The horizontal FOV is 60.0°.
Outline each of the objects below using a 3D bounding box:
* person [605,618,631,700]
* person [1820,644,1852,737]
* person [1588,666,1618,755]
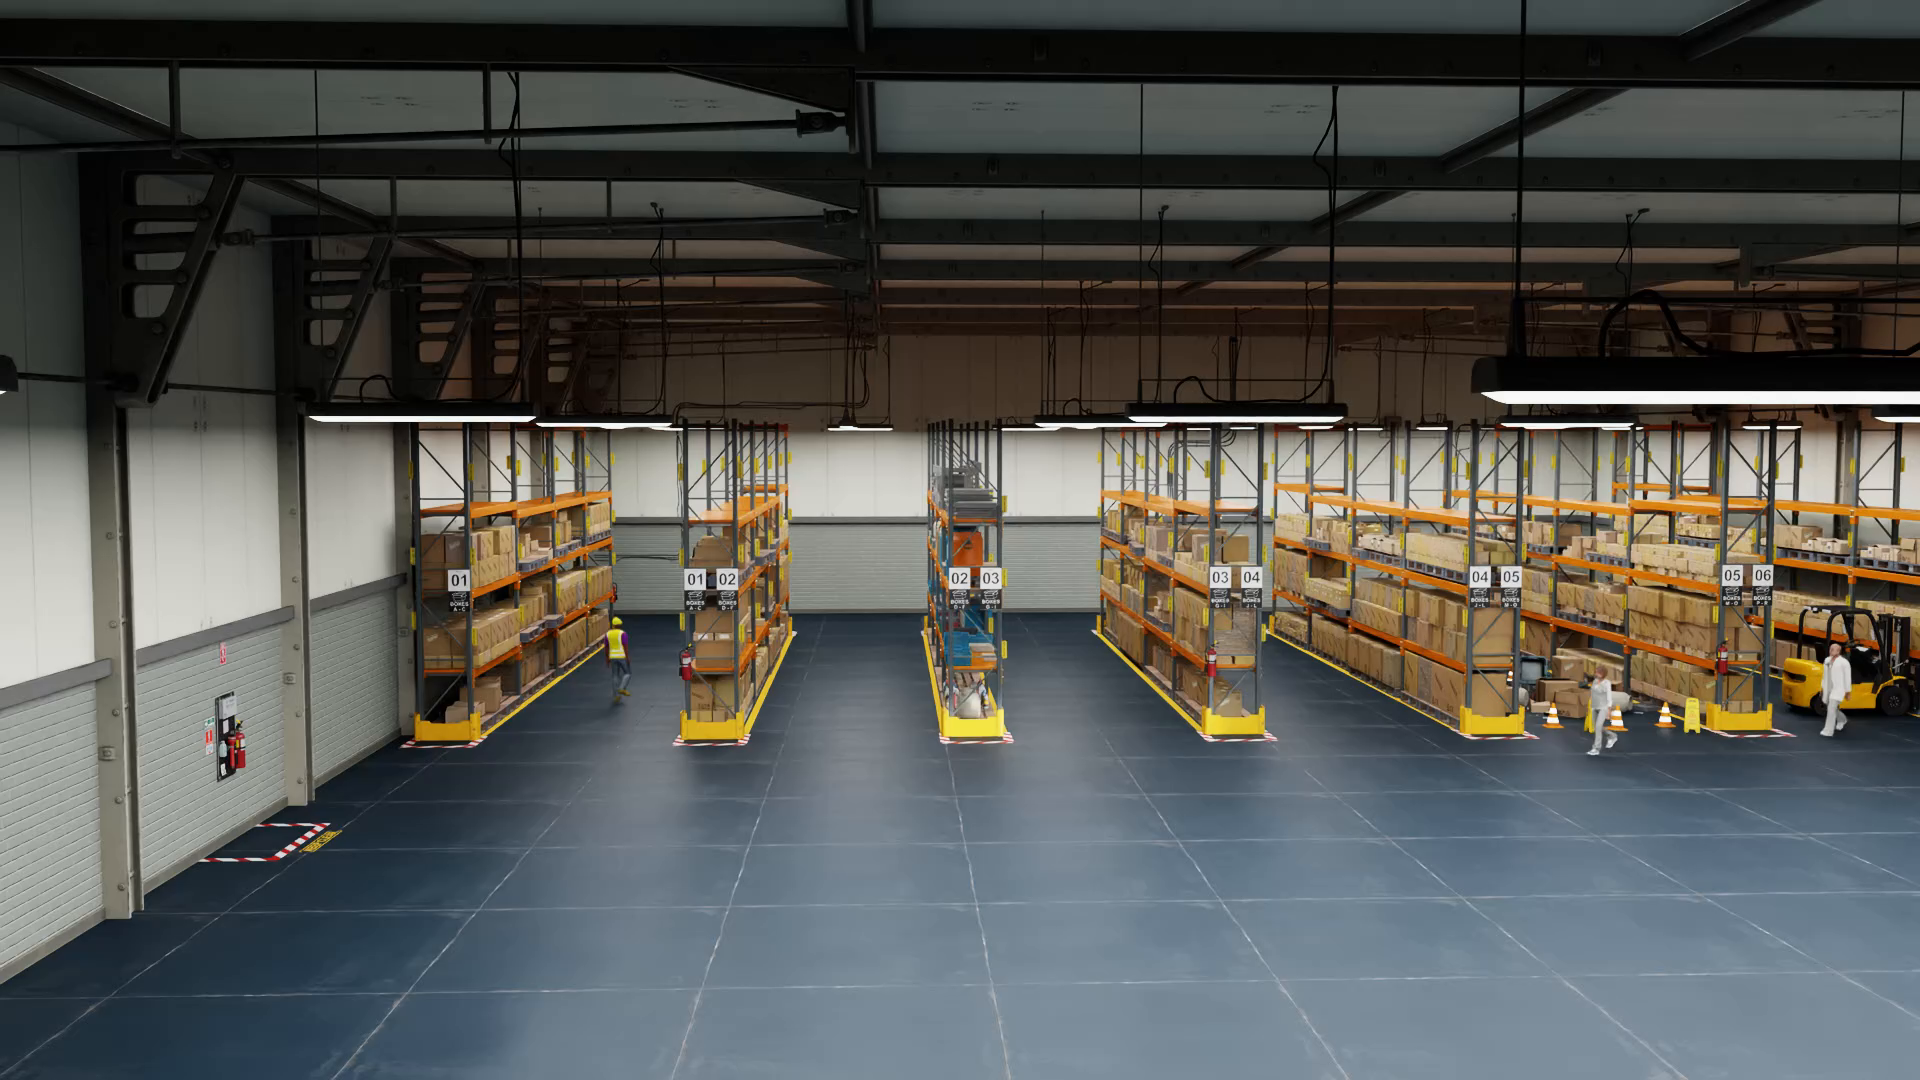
[{"bbox_3d":[-7.353,2.551,35.719,0.601,1.754,0.509,0,4,7],"label":"person"},{"bbox_3d":[16.604,2.827,31.485,1.085,1.737,0.581,-2,4,-32],"label":"person"},{"bbox_3d":[11.473,3.023,29.709,0.808,1.564,0.442,-2,4,-23],"label":"person"}]
